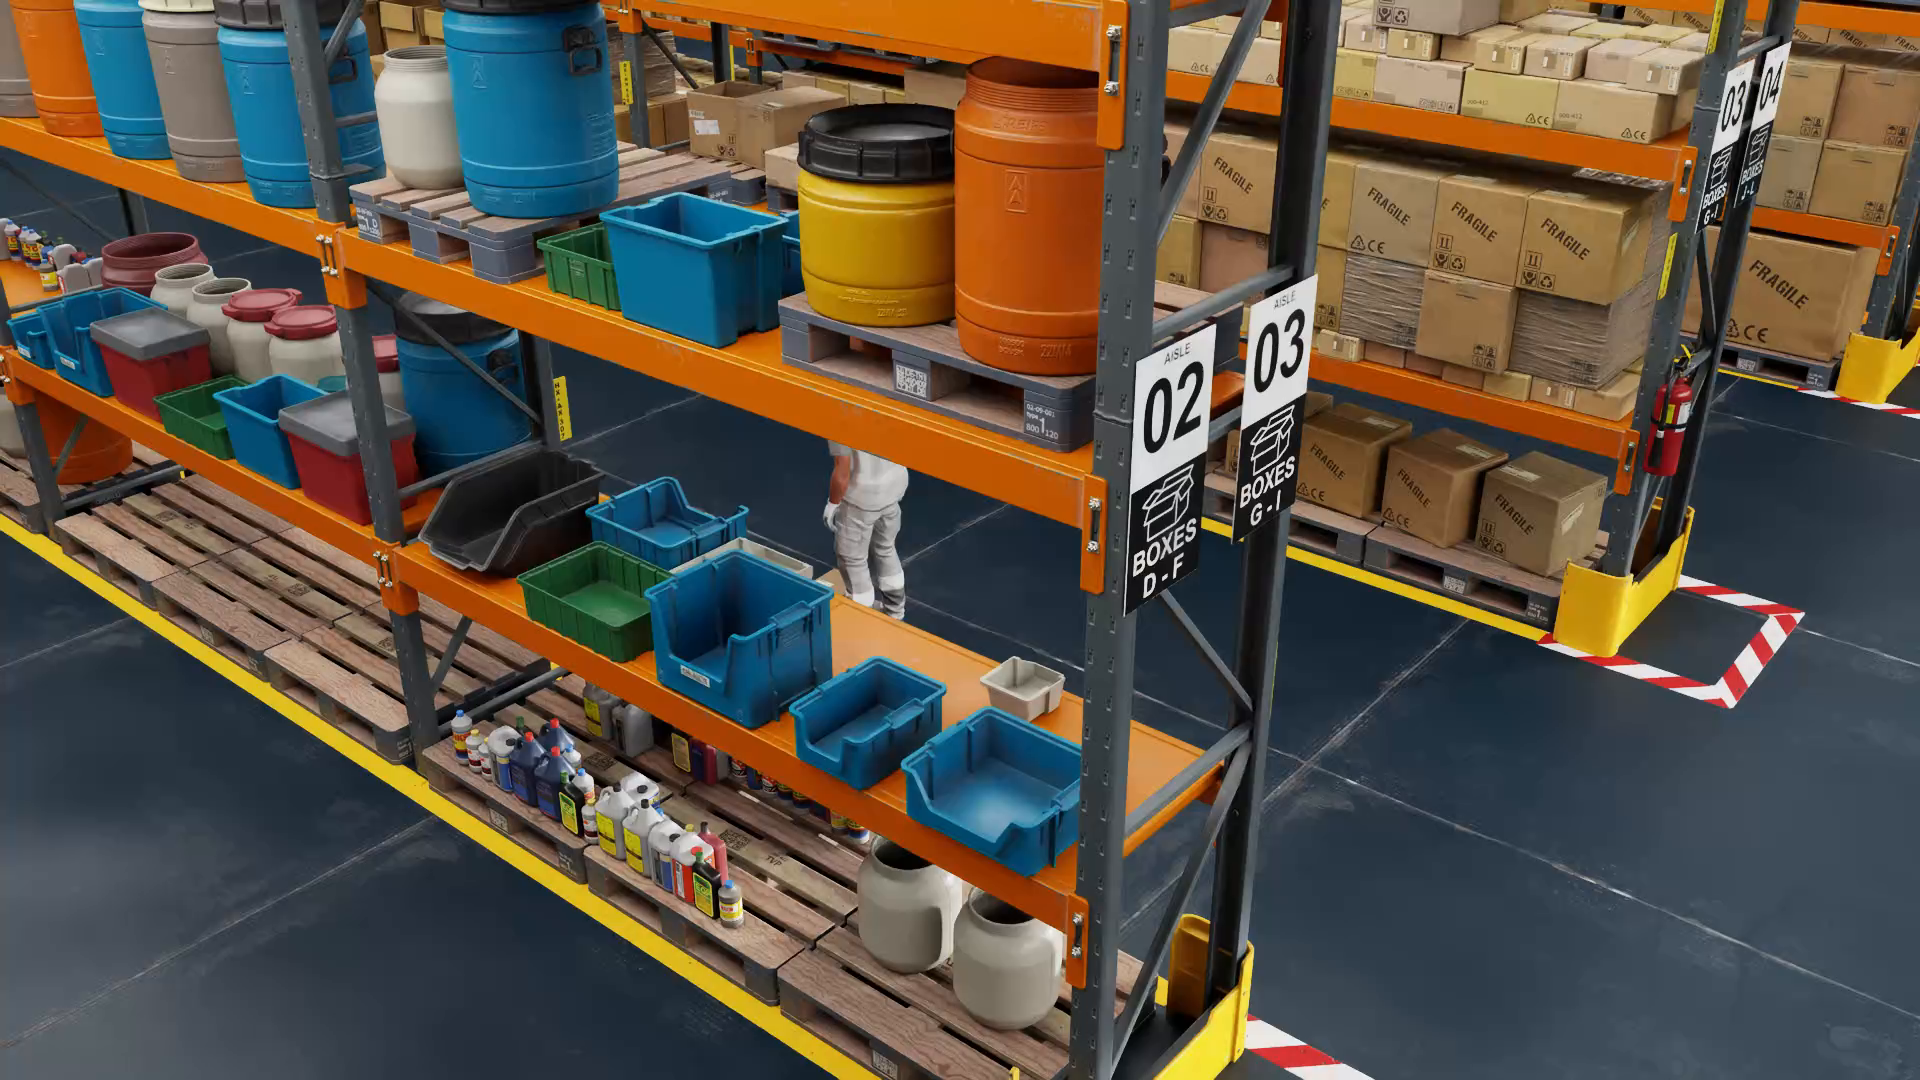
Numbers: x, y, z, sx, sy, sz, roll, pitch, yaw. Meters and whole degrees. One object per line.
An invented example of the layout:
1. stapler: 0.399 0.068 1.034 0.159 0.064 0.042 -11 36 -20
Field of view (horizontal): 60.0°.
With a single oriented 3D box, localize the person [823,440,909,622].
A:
1. person: -0.521 -0.258 9.107 0.451 1.778 0.603 20 33 34
